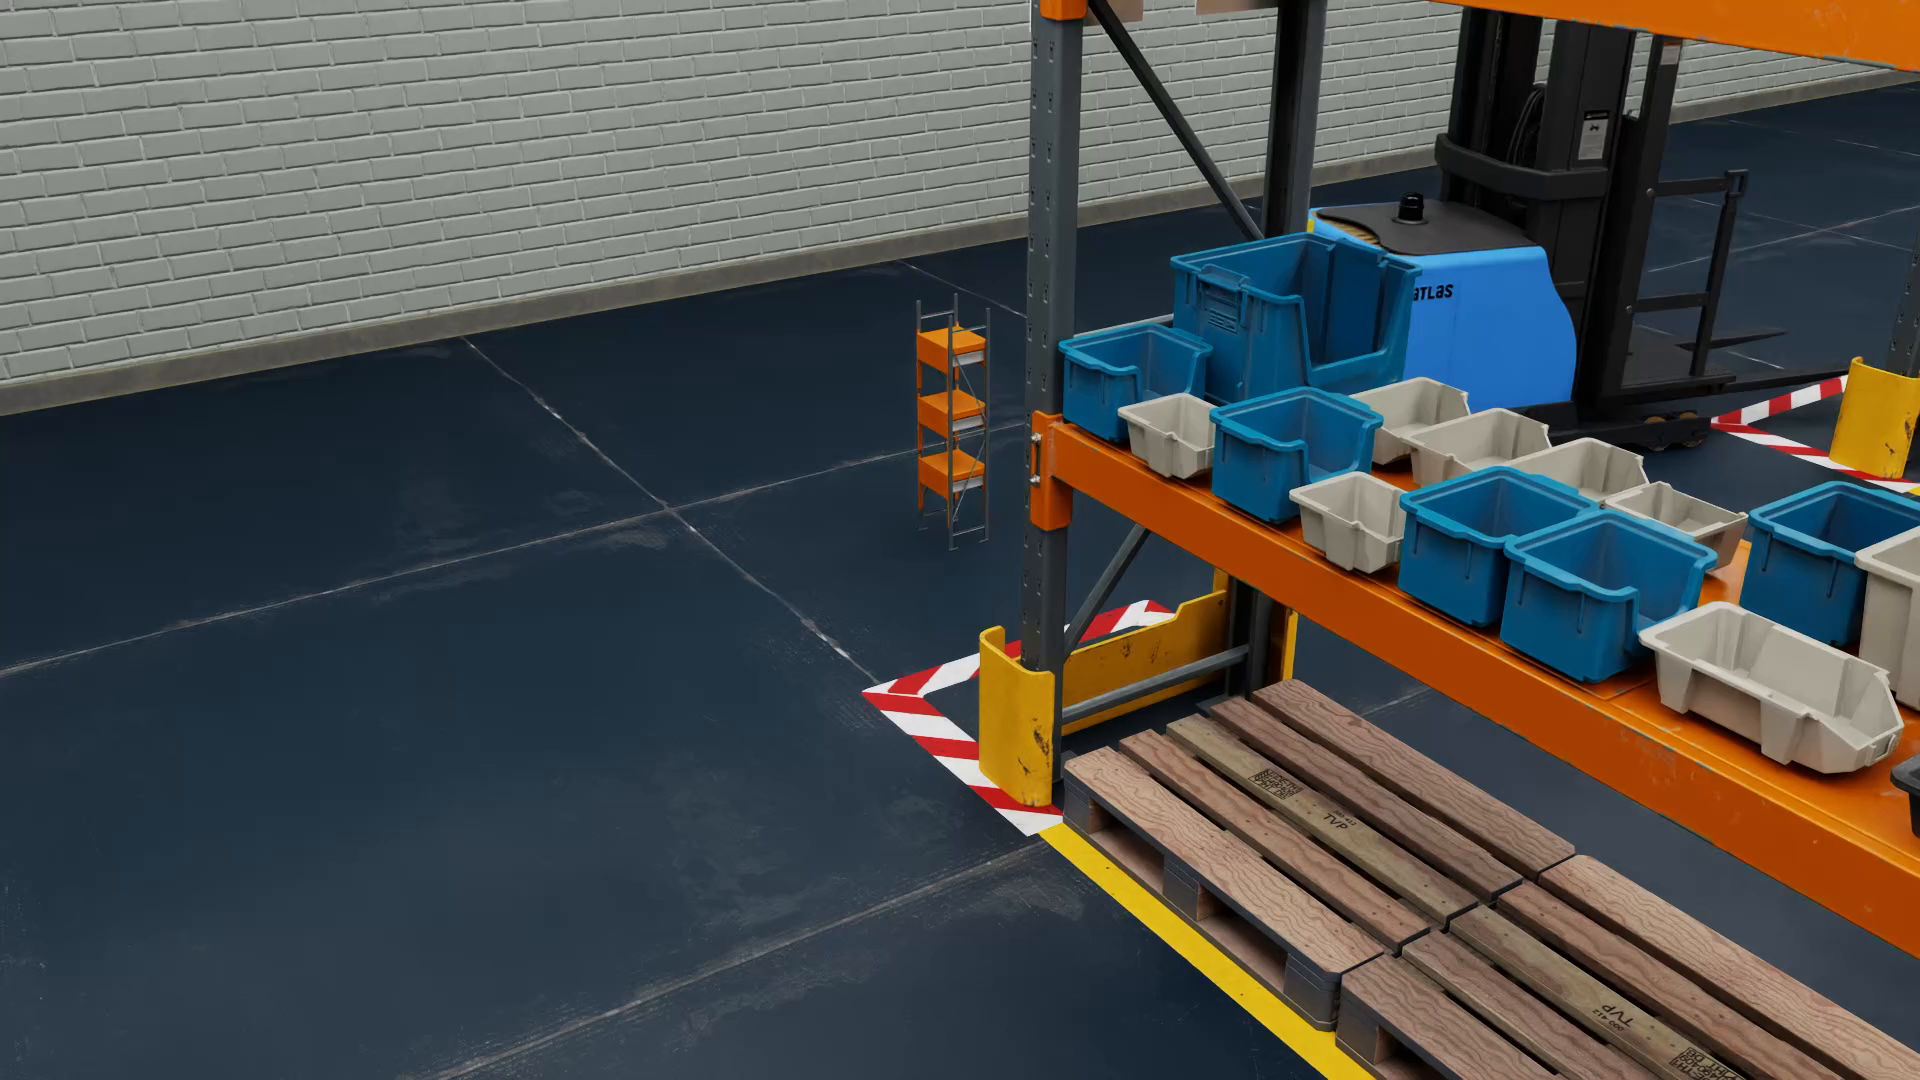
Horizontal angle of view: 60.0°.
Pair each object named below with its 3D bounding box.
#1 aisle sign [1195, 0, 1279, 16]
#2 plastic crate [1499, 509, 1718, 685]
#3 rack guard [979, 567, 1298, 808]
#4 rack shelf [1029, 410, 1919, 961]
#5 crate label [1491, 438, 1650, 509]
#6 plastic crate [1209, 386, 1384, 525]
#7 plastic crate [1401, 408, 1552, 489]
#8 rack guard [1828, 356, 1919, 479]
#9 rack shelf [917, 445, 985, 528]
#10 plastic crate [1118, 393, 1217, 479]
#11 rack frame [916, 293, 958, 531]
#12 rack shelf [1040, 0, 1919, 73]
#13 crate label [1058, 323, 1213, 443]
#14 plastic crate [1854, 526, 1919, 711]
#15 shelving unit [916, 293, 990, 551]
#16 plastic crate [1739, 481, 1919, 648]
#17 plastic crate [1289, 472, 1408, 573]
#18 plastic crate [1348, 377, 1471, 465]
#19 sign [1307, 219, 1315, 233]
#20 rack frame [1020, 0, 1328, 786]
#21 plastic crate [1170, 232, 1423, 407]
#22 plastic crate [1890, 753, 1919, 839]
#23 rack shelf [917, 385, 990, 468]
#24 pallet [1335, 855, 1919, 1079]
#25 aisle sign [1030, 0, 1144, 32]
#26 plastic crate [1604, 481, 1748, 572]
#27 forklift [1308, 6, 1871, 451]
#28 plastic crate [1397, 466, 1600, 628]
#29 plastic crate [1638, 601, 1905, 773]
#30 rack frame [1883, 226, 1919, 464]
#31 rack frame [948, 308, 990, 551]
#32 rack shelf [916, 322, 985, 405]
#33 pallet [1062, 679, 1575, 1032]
[{"bbox_3d":[0.852,-1.936,4.792,0.394,0.787,0.004,-16,29,-30],"label":"aisle sign"},{"bbox_3d":[1.387,0.126,3.596,0.416,0.233,0.300,-16,29,-30],"label":"plastic crate"},{"bbox_3d":[0.622,0.459,5.693,1.175,0.500,0.348,-16,29,-30],"label":"rack guard"},{"bbox_3d":[1.738,0.375,3.786,1.077,0.370,4.000,-16,29,-30],"label":"rack shelf"},{"bbox_3d":[1.561,-0.124,4.237,0.396,0.136,0.243,-16,29,-30],"label":"crate label"},{"bbox_3d":[0.864,-0.217,4.322,0.416,0.233,0.300,-16,29,-30],"label":"plastic crate"},{"bbox_3d":[1.389,-0.218,4.436,0.396,0.136,0.243,-16,29,-30],"label":"plastic crate"},{"bbox_3d":[4.783,-0.699,8.144,1.175,0.500,0.348,-16,29,-30],"label":"rack guard"},{"bbox_3d":[-0.029,-0.233,7.190,0.215,0.259,0.240,-16,29,-30],"label":"rack shelf"},{"bbox_3d":[0.611,-0.275,4.557,0.250,0.136,0.298,-16,29,-30],"label":"plastic crate"},{"bbox_3d":[-0.096,-0.538,7.159,0.200,1.050,0.008,-16,29,-30],"label":"rack frame"},{"bbox_3d":[1.738,-0.982,3.145,1.077,0.370,4.000,-16,29,-30],"label":"rack shelf"},{"bbox_3d":[0.505,-0.453,4.821,0.416,0.233,0.303,-16,29,-30],"label":"crate label"},{"bbox_3d":[2.150,0.202,3.377,0.437,0.282,0.530,-16,29,-30],"label":"plastic crate"},{"bbox_3d":[-0.029,-0.494,7.066,0.215,1.050,0.252,-16,29,-30],"label":"shelving unit"},{"bbox_3d":[1.982,0.057,3.741,0.416,0.233,0.300,-16,29,-30],"label":"plastic crate"},{"bbox_3d":[0.981,-0.032,4.043,0.250,0.136,0.298,-16,29,-30],"label":"plastic crate"},{"bbox_3d":[1.243,-0.325,4.662,0.396,0.136,0.243,-16,29,-30],"label":"plastic crate"},{"bbox_3d":[1.098,-0.874,5.396,0.100,0.325,0.005,-16,29,-30],"label":"sign"},{"bbox_3d":[0.646,-0.666,5.147,1.000,3.000,0.127,-16,29,-30],"label":"rack frame"},{"bbox_3d":[0.985,-0.633,4.965,0.616,0.435,0.499,-16,29,-30],"label":"plastic crate"},{"bbox_3d":[1.993,0.524,2.878,0.437,0.125,0.590,-16,29,-30],"label":"plastic crate"},{"bbox_3d":[-0.029,-0.484,7.071,0.215,0.259,0.240,-16,29,-30],"label":"rack shelf"},{"bbox_3d":[1.725,1.335,4.175,1.003,0.211,1.213,-16,29,-30],"label":"pallet"},{"bbox_3d":[0.358,-1.798,4.500,0.394,0.787,0.004,-16,29,-30],"label":"aisle sign"},{"bbox_3d":[1.739,-0.022,4.022,0.298,0.136,0.250,-16,29,-30],"label":"plastic crate"},{"bbox_3d":[3.191,-1.970,7.990,3.031,2.935,1.130,-7,26,-15],"label":"forklift"},{"bbox_3d":[1.224,0.018,3.823,0.416,0.233,0.300,-16,29,-30],"label":"plastic crate"},{"bbox_3d":[1.627,0.304,3.331,0.293,0.136,0.466,-16,29,-30],"label":"plastic crate"},{"bbox_3d":[4.796,-1.820,7.592,1.000,3.000,0.127,-16,29,-30],"label":"rack frame"},{"bbox_3d":[0.037,-0.450,6.974,0.200,1.050,0.008,-16,29,-30],"label":"rack frame"},{"bbox_3d":[-0.029,-0.741,6.950,0.215,0.259,0.240,-16,29,-30],"label":"rack shelf"},{"bbox_3d":[1.064,0.899,5.099,1.003,0.211,1.213,-16,29,-30],"label":"pallet"}]
